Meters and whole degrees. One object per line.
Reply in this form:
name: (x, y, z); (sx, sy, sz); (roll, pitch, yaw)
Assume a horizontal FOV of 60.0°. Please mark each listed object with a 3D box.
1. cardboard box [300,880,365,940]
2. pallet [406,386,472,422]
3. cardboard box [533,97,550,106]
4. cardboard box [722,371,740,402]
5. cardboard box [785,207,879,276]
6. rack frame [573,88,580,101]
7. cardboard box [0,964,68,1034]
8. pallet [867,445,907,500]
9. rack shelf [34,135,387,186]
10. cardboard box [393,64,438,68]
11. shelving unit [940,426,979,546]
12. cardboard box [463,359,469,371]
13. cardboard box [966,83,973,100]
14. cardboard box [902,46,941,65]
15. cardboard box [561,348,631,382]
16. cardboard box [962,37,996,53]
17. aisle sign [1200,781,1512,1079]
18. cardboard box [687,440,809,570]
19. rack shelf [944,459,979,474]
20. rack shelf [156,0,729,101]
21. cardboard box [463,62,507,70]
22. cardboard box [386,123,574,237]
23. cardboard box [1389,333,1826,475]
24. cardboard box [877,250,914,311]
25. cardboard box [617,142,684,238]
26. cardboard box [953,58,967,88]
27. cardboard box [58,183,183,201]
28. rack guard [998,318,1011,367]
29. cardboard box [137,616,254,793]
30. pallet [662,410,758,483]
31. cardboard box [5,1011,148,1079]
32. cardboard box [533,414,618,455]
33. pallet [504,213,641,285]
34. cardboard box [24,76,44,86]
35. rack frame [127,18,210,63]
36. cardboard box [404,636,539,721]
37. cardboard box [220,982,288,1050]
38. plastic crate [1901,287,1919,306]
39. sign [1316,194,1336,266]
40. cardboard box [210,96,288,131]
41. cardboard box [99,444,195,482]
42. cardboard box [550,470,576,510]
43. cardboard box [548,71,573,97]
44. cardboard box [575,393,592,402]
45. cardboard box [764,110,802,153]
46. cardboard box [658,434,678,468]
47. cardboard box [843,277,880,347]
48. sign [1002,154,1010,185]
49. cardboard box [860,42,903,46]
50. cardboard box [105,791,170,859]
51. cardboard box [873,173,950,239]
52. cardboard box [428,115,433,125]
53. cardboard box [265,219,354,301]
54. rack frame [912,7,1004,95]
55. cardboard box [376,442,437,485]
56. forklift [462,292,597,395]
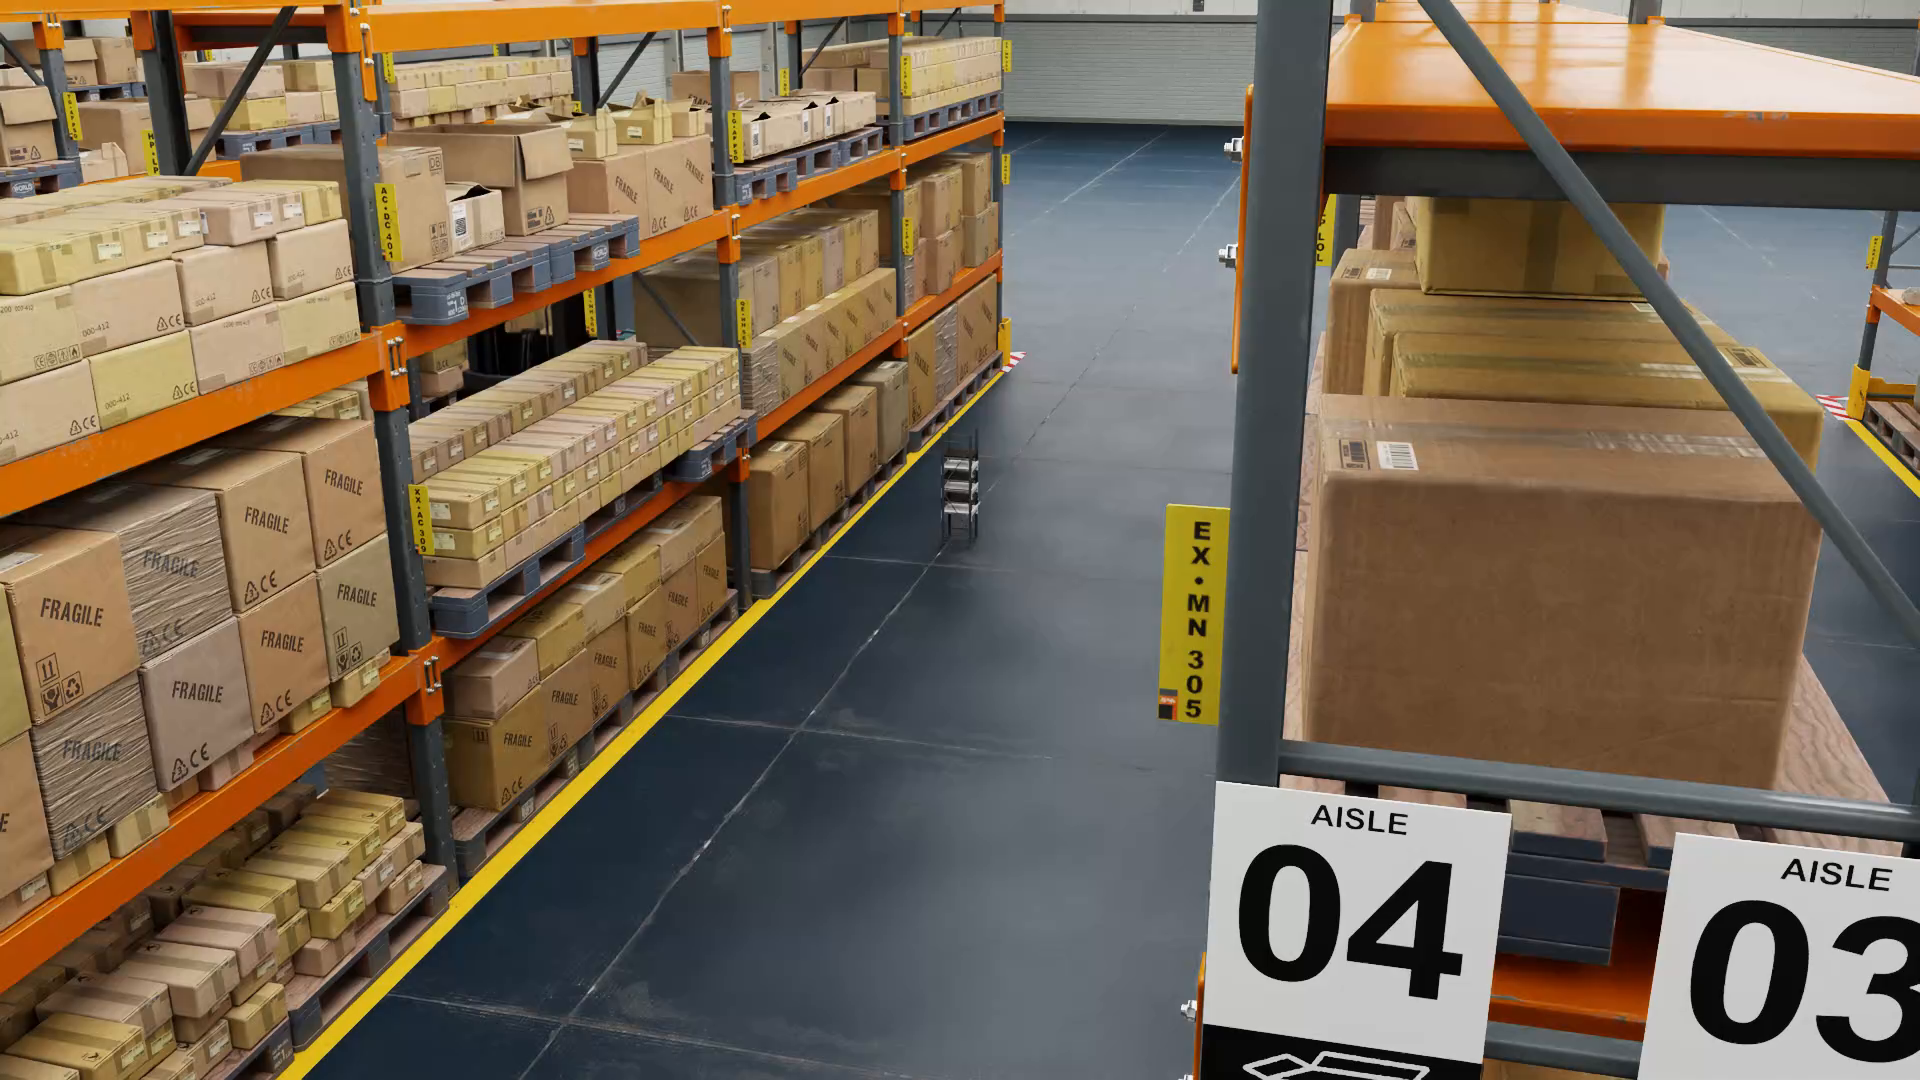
cardboard box: (-2.822, 1.584, 7.209); (0.380, 0.149, 0.250); (4, 19, 11)
pallet: (-5.691, -1.481, 17.196); (1.003, 0.211, 1.213); (5, 19, 13)
cardboard box: (-4.786, -4.846, 18.484); (0.380, 0.149, 0.250); (5, 20, 15)
cardboard box: (-1.652, -1.004, 10.765); (0.380, 0.149, 0.250); (5, 20, 15)
cardboard box: (-1.112, -2.592, 14.435); (0.700, 0.500, 0.500); (4, 19, 12)
rack frame: (-4.843, -3.841, 19.792); (1.000, 3.000, 0.127); (5, 19, 13)
cardboard box: (-3.642, 1.728, 6.329); (0.380, 0.149, 0.250); (5, 19, 14)
pallet: (-1.111, -0.660, 14.795); (1.003, 0.211, 1.213); (5, 19, 13)
rack shelf: (-6.309, -3.039, 13.917); (1.077, 0.370, 4.000); (5, 19, 13)
cardboard box: (-5.669, -4.875, 17.334); (0.380, 0.149, 0.250); (5, 19, 14)
shelving unit: (-0.002, -0.423, 13.035); (0.258, 0.900, 0.210); (5, 19, 13)
cardboard box: (-5.295, -1.816, 17.469); (0.500, 0.250, 0.500); (6, 20, 16)
cardboard box: (-0.082, -4.499, 16.663); (0.380, 0.149, 0.250); (5, 19, 14)
cardboard box: (-0.392, -4.478, 15.367); (0.380, 0.149, 0.250); (4, 19, 12)
cardboard box: (-2.337, -1.122, 10.649); (0.380, 0.149, 0.250); (4, 19, 12)
cardboard box: (0.166, -5.195, 17.467); (0.380, 0.149, 0.250); (5, 19, 14)
aisle sign: (0.549, 0.725, 2.401); (0.394, 0.787, 0.004); (5, 19, 13)
cardboard box: (-1.737, -0.292, 12.233); (1.050, 0.750, 0.750); (4, 19, 13)
rack shelf: (-0.002, -0.562, 12.987); (0.258, 0.077, 0.200); (5, 19, 13)
rack shelf: (-2.462, -2.657, 8.775); (1.077, 0.370, 4.000); (5, 19, 13)
cardboard box: (-5.052, -4.999, 17.696); (0.380, 0.149, 0.250); (4, 19, 12)
cardboard box: (-2.446, -1.861, 8.546); (0.797, 0.503, 0.637); (4, 19, 13)
cardboard box: (1.187, -0.090, 3.211); (0.700, 0.500, 0.500); (4, 19, 11)
cardboard box: (-0.917, -2.415, 15.387); (0.875, 0.550, 0.550); (5, 19, 13)
cardboard box: (-1.976, -2.084, 9.853); (0.500, 0.500, 0.500); (5, 19, 13)
cardboard box: (-0.237, -4.569, 16.252); (0.500, 0.250, 0.500); (5, 19, 14)
cardboard box: (-3.355, -1.339, 6.669); (0.380, 0.149, 0.250); (4, 19, 11)
rack guard: (-0.013, -2.306, 19.166); (1.175, 0.500, 0.348); (5, 19, 13)
cardboard box: (-3.046, 0.584, 6.223); (0.500, 0.500, 0.500); (5, 19, 13)
pallet: (-2.044, -0.652, 10.751); (1.213, 0.211, 1.003); (5, 19, 13)
cardboard box: (-3.168, 1.851, 5.969); (0.380, 0.149, 0.250); (5, 19, 14)
cardboard box: (-2.093, -0.574, 9.047); (0.380, 0.149, 0.250); (5, 20, 15)
pallet: (-2.446, -1.561, 8.768); (1.213, 0.211, 1.003); (5, 19, 13)
cardboard box: (-10.043, -4.882, 17.784); (0.380, 0.149, 0.250); (5, 20, 15)
rack frame: (-9.658, -7.071, 19.966); (1.000, 3.000, 0.127); (5, 19, 13)
cardboard box: (-2.514, 0.698, 8.560); (0.500, 0.250, 0.500); (4, 19, 11)
cardboard box: (-2.969, 1.904, 6.733); (0.380, 0.149, 0.250); (5, 19, 13)
plastic crate: (9.039, -2.287, 15.651); (0.298, 0.136, 0.250); (5, 19, 13)
sign: (1.306, -1.150, 5.986); (0.100, 0.325, 0.005); (5, 19, 13)
cardboard box: (-6.077, -3.622, 14.092); (0.500, 0.250, 0.500); (5, 19, 14)
cardboard box: (-3.409, -0.096, 6.666); (0.500, 0.500, 0.500); (4, 19, 12)
cardboard box: (-2.221, -0.272, 8.622); (0.380, 0.149, 0.250); (4, 19, 11)
cardboard box: (-4.707, -5.148, 18.751); (0.500, 0.250, 0.500); (4, 19, 13)
cardboard box: (-2.474, -0.811, 10.200); (0.380, 0.149, 0.250); (5, 19, 14)
cardboard box: (-1.461, -2.935, 11.927); (0.500, 0.250, 0.500); (5, 20, 15)
cardboard box: (-1.902, -0.542, 9.874); (0.380, 0.149, 0.250); (4, 19, 11)
cardboard box: (-0.988, -1.932, 14.049); (0.500, 0.500, 0.500); (4, 19, 13)
sign: (0.504, -4.094, 18.376); (0.100, 0.325, 0.005); (5, 19, 13)
cardboard box: (-0.783, -4.848, 16.449); (0.380, 0.149, 0.250); (5, 19, 14)
cardboard box: (-3.106, 1.002, 6.001); (0.380, 0.149, 0.250); (5, 19, 14)
cardboard box: (-0.586, -3.263, 16.197); (0.875, 0.550, 0.550); (5, 19, 13)
cardboard box: (-5.435, -4.130, 16.387); (0.380, 0.149, 0.250); (5, 19, 13)
cardboard box: (-2.817, -1.141, 6.705); (0.500, 0.250, 0.500); (4, 19, 11)
rack frame: (-0.019, -6.321, 17.770); (1.000, 3.000, 0.127); (5, 19, 13)
cardboard box: (-2.912, -0.388, 8.502); (0.380, 0.149, 0.250); (4, 19, 12)
forklift: (-3.142, -1.530, 13.134); (1.130, 2.935, 3.031); (5, 19, 14)
